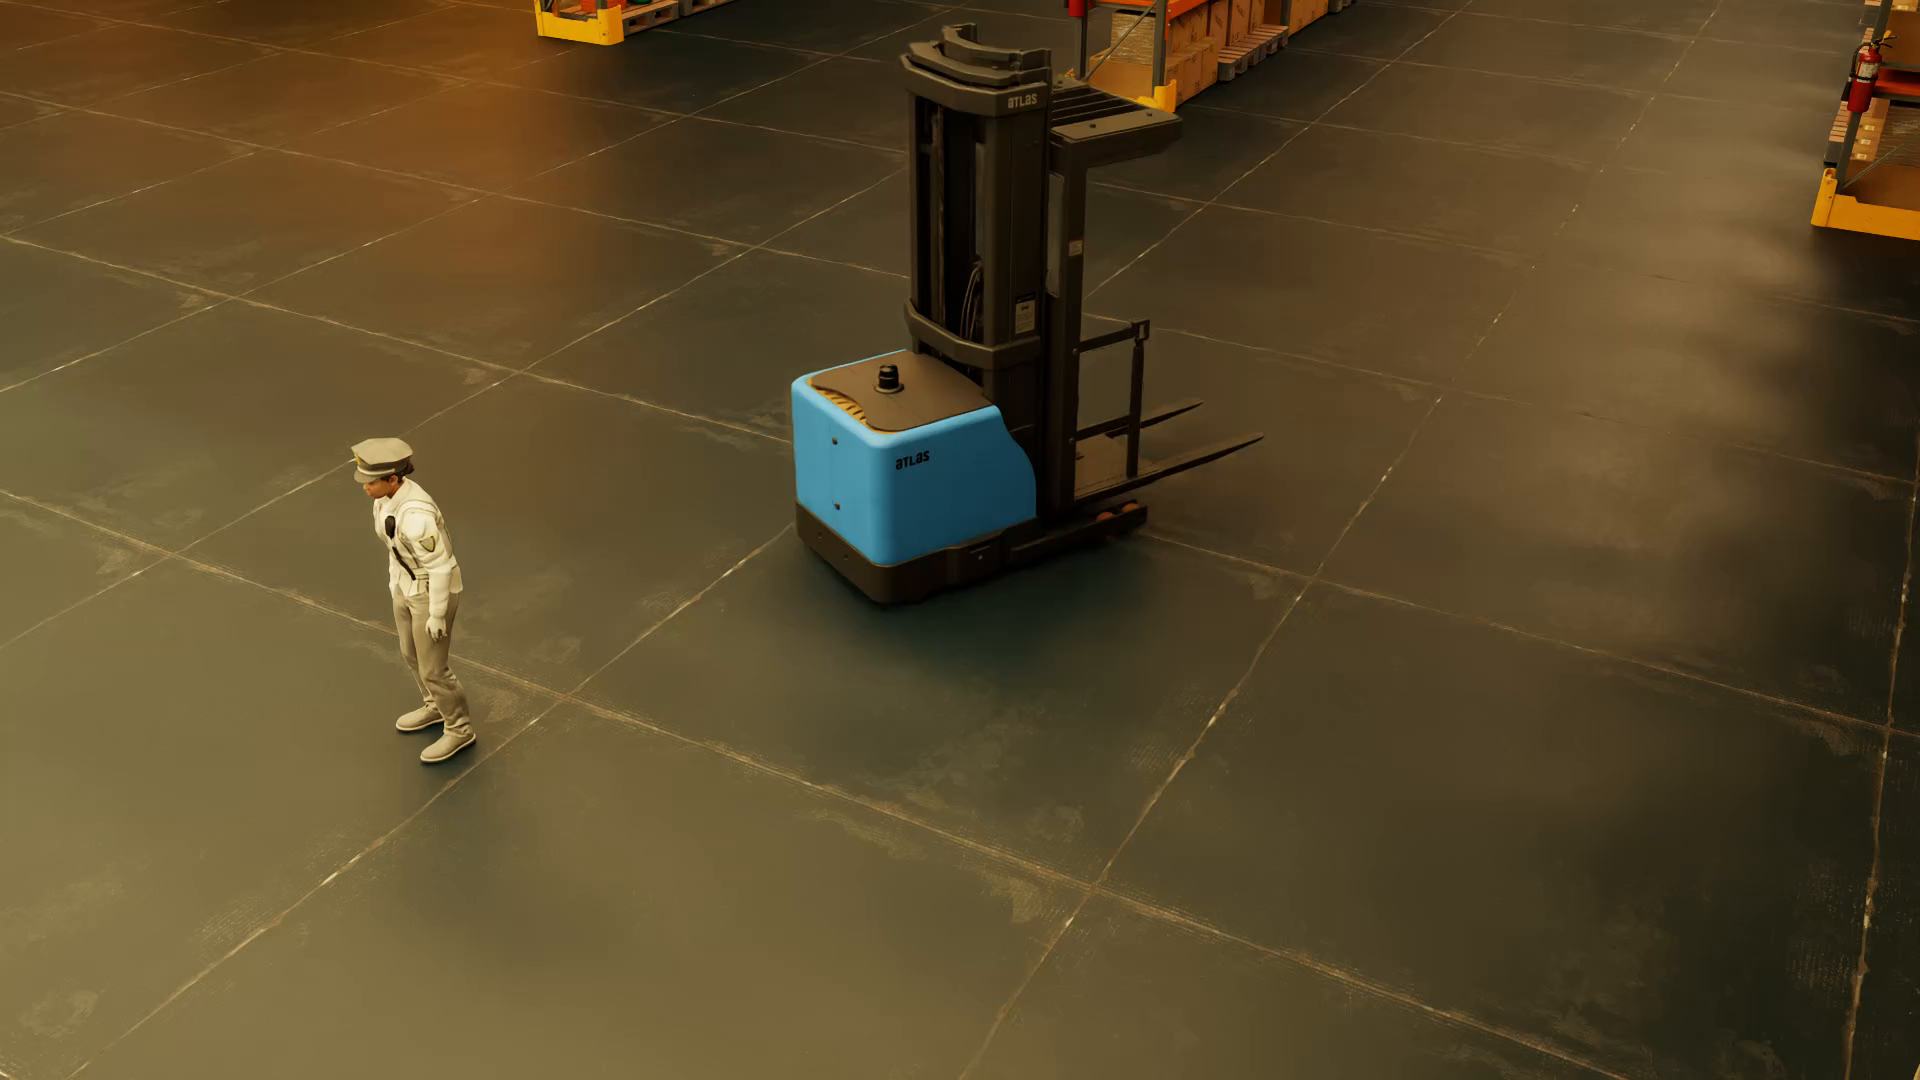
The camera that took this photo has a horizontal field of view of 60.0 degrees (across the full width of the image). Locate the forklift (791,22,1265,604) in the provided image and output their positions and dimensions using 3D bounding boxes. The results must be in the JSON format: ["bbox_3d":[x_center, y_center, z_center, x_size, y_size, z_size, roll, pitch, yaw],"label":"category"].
[{"bbox_3d":[0.530,-1.471,9.619,3.031,2.935,1.130,-19,35,-29],"label":"forklift"}]

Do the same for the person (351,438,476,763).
[{"bbox_3d":[-2.561,0.268,7.879,0.376,1.662,0.529,-22,36,-33],"label":"person"}]
